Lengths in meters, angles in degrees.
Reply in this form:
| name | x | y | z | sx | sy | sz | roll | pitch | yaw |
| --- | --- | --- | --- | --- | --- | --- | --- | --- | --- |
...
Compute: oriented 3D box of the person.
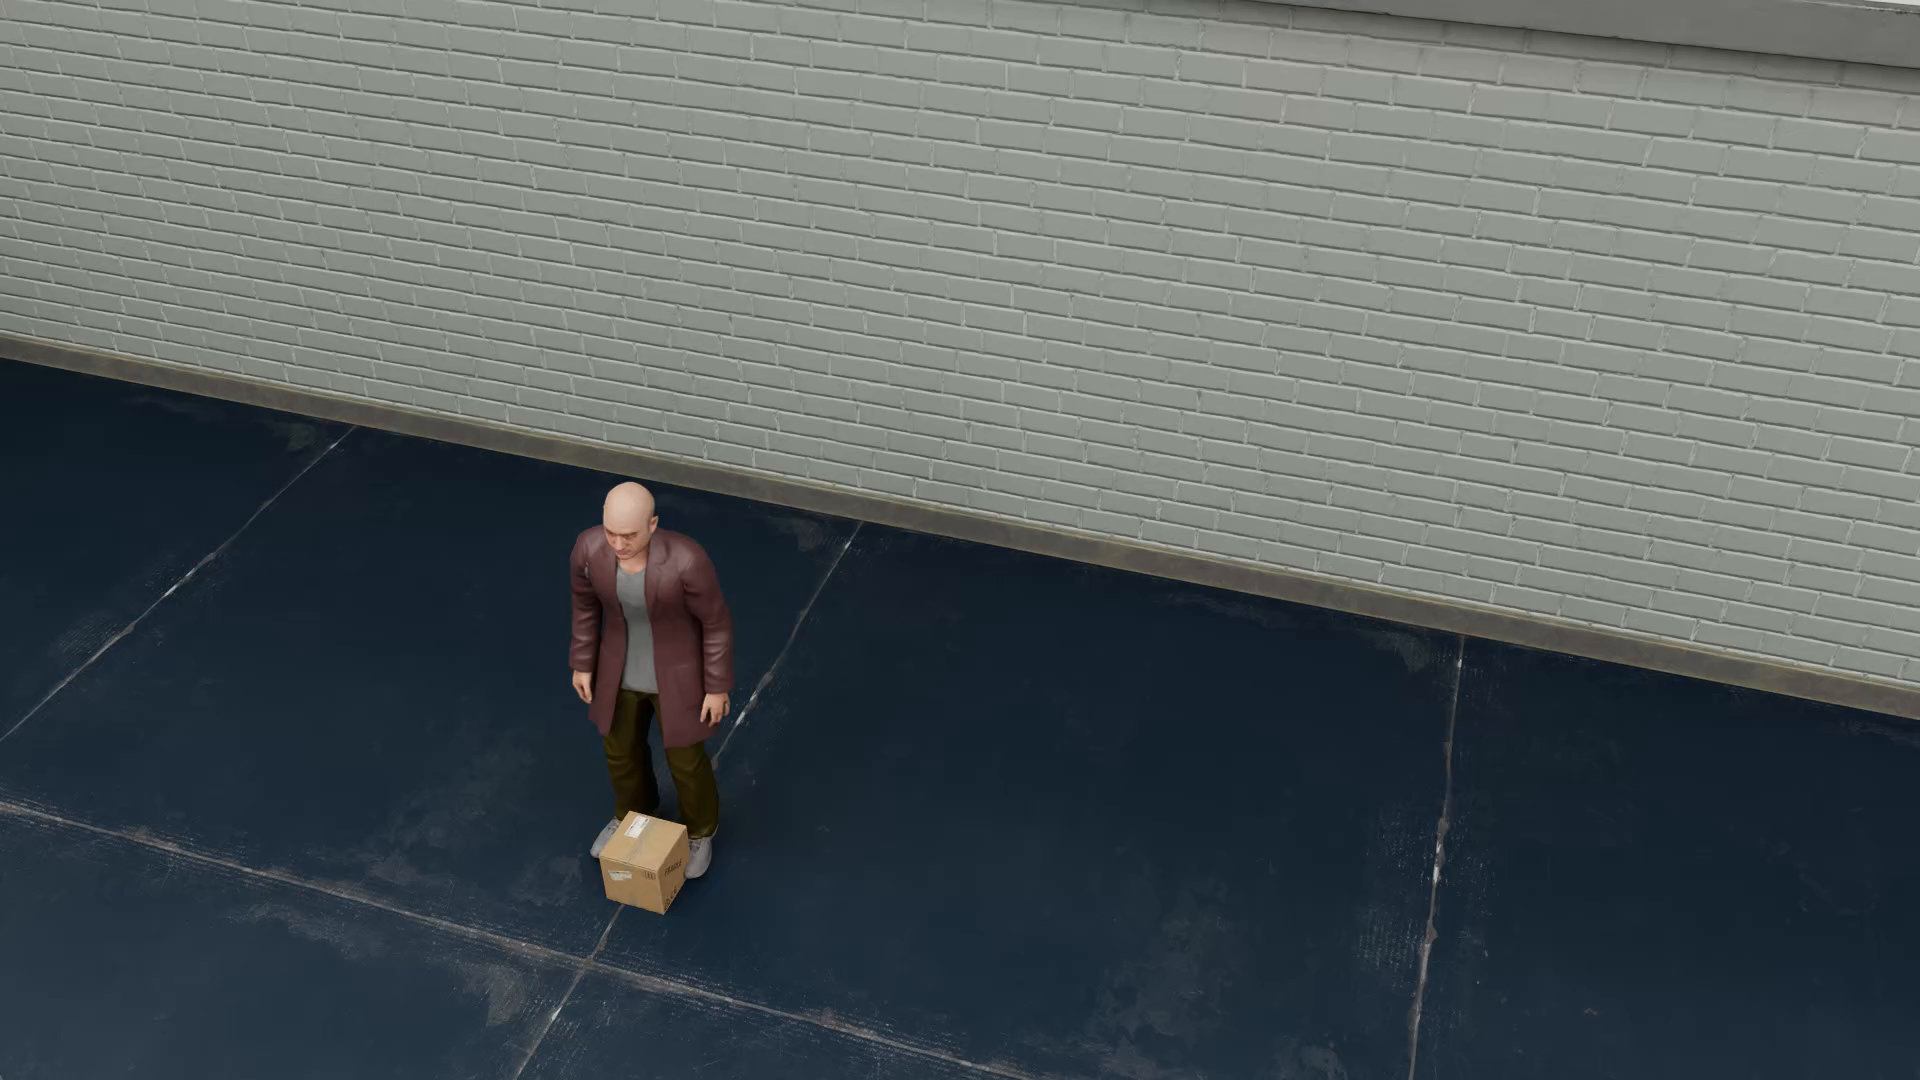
| name | x | y | z | sx | sy | sz | roll | pitch | yaw |
| --- | --- | --- | --- | --- | --- | --- | --- | --- | --- |
| person | -1.146 | 0.507 | 6.221 | 0.655 | 1.775 | 0.419 | 9 | 37 | 12 |
